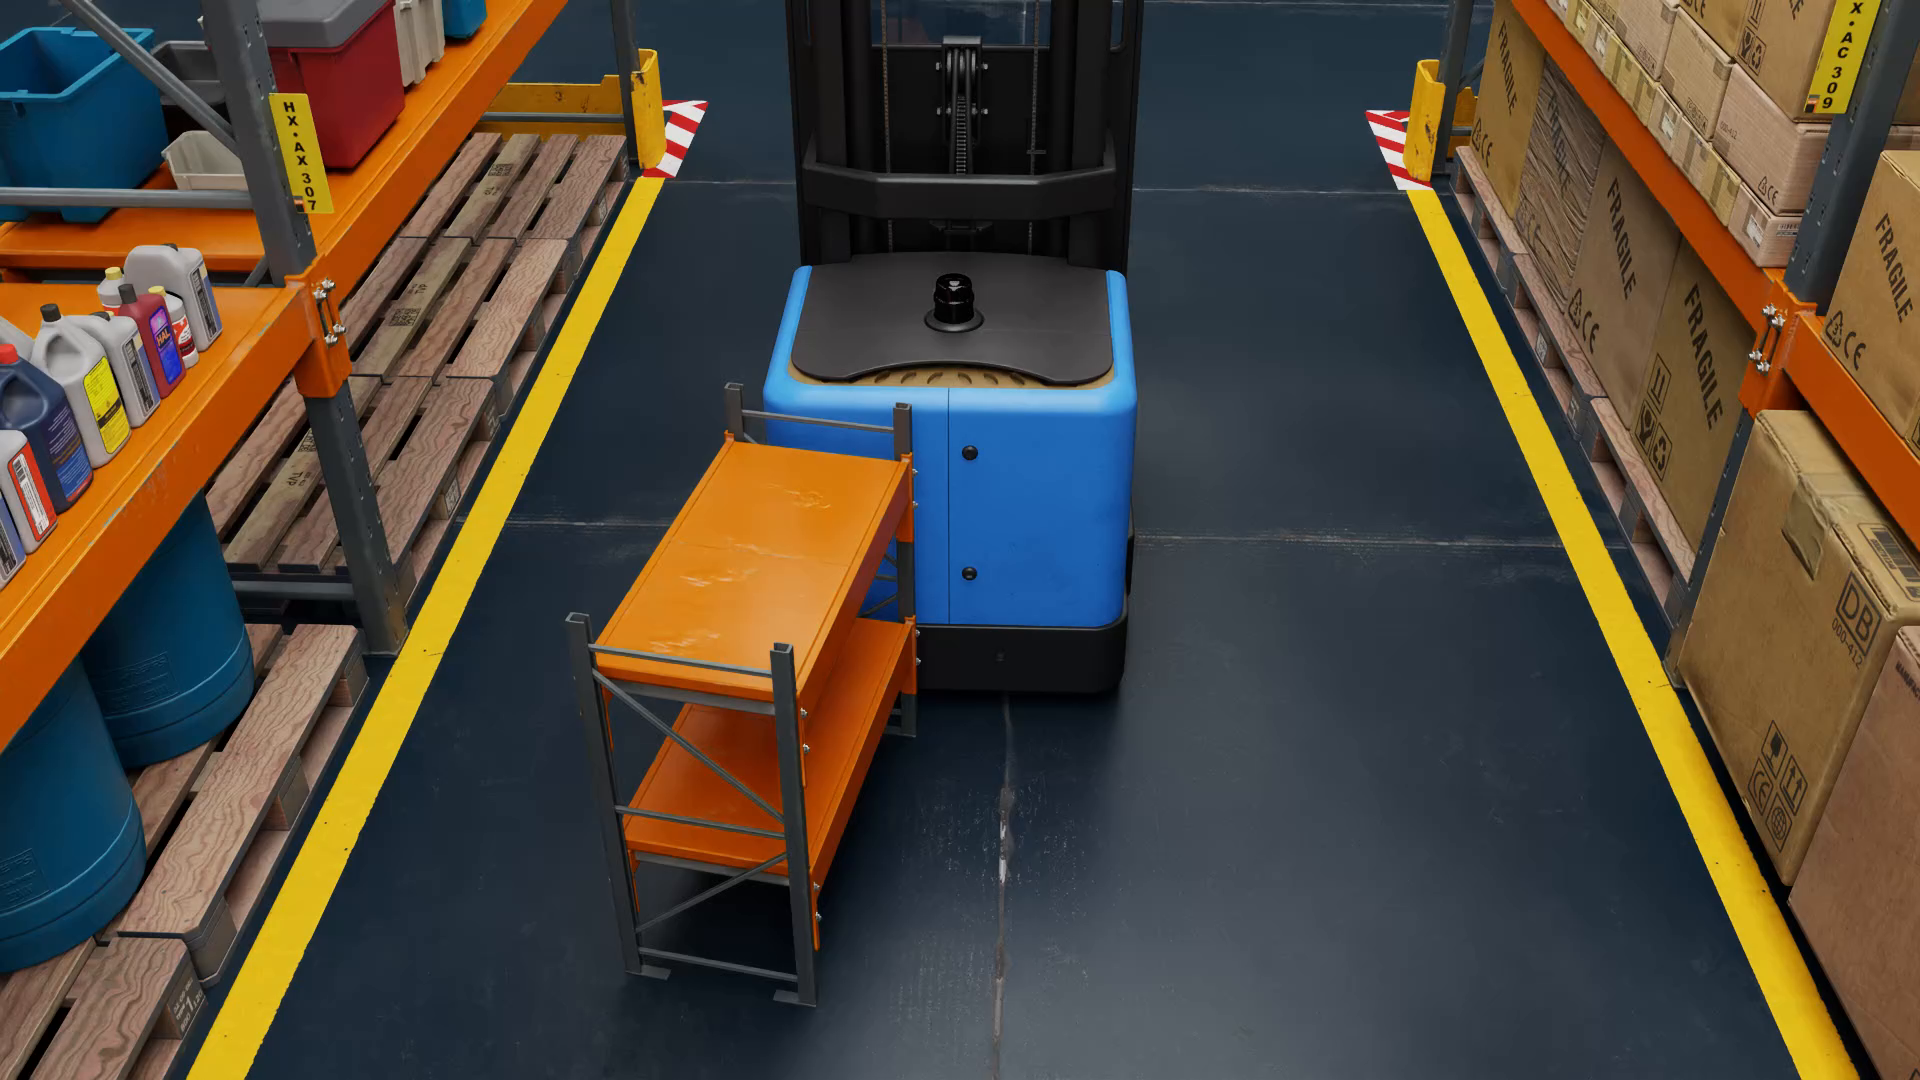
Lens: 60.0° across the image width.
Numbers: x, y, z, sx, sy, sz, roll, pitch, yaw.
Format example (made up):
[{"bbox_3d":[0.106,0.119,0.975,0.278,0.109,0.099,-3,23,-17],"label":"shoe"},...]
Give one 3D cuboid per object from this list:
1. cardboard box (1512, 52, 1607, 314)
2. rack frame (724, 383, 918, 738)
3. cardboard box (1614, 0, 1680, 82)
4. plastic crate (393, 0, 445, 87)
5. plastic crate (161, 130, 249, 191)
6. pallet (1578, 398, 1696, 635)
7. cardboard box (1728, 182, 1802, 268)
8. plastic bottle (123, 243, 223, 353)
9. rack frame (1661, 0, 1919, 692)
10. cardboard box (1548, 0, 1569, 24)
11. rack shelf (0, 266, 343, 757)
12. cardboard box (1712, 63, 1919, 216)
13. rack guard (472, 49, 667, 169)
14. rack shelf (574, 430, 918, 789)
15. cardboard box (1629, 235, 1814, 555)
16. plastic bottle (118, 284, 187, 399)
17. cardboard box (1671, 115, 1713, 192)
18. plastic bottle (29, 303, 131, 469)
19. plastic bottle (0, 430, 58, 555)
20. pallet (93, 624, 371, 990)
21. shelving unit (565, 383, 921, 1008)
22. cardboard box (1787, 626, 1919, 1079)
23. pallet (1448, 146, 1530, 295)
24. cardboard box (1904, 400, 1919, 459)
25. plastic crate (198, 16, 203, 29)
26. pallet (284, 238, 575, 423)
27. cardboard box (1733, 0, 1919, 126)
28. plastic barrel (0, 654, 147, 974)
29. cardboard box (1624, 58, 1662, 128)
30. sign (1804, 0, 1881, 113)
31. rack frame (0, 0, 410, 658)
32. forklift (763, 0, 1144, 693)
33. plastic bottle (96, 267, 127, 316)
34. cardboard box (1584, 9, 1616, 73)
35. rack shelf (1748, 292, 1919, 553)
[{"bbox_3d":[2.865,-1.497,6.754,0.875,0.875,0.875,1,35,2],"label":"cardboard box"},{"bbox_3d":[-0.372,0.085,4.650,0.500,1.125,0.032,7,36,10],"label":"rack frame"},{"bbox_3d":[2.481,-1.700,5.431,0.500,0.250,0.500,2,35,3],"label":"cardboard box"},{"bbox_3d":[-2.017,-1.752,5.686,0.437,0.282,0.530,1,35,2],"label":"plastic crate"},{"bbox_3d":[-2.101,-1.084,4.861,0.396,0.136,0.243,1,35,2],"label":"plastic crate"},{"bbox_3d":[2.795,-0.083,5.685,1.003,0.211,1.213,1,35,2],"label":"pallet"},{"bbox_3d":[2.372,-0.869,4.596,0.380,0.149,0.250,2,35,2],"label":"cardboard box"},{"bbox_3d":[-1.955,-0.619,4.129,0.152,0.276,0.135,1,35,2],"label":"plastic bottle"},{"bbox_3d":[2.687,-0.789,4.264,1.000,3.000,0.127,1,35,2],"label":"rack frame"},{"bbox_3d":[2.454,-2.049,6.275,0.380,0.149,0.250,1,35,1],"label":"cardboard box"},{"bbox_3d":[-2.343,0.540,2.998,1.077,0.370,4.000,1,35,2],"label":"rack shelf"},{"bbox_3d":[2.442,-1.109,4.591,0.500,0.250,0.500,1,35,1],"label":"cardboard box"},{"bbox_3d":[-2.114,-2.193,8.435,1.175,0.500,0.348,1,35,2],"label":"rack guard"},{"bbox_3d":[-0.484,0.131,4.076,0.538,0.278,1.000,7,36,10],"label":"rack shelf"},{"bbox_3d":[2.793,-0.469,5.291,0.875,0.875,0.875,1,35,2],"label":"cardboard box"},{"bbox_3d":[-1.919,-0.488,3.937,0.061,0.283,0.133,1,35,2],"label":"plastic bottle"},{"bbox_3d":[2.392,-1.164,5.016,0.380,0.149,0.250,1,35,1],"label":"cardboard box"},{"bbox_3d":[-1.972,-0.347,3.679,0.144,0.351,0.185,1,35,2],"label":"plastic bottle"},{"bbox_3d":[-1.990,-0.119,3.419,0.152,0.276,0.135,1,35,2],"label":"plastic bottle"},{"bbox_3d":[-2.335,0.680,4.599,1.003,0.211,1.213,1,35,2],"label":"pallet"},{"bbox_3d":[-0.484,0.370,4.245,0.538,1.125,1.048,7,36,10],"label":"shelving unit"},{"bbox_3d":[2.646,0.790,3.500,1.225,0.875,0.875,0,35,0],"label":"cardboard box"},{"bbox_3d":[2.893,-1.485,7.679,1.003,0.211,1.213,1,35,2],"label":"pallet"},{"bbox_3d":[2.399,-0.282,3.456,0.500,0.500,0.500,1,35,2],"label":"cardboard box"},{"bbox_3d":[-2.493,-1.827,5.919,0.293,0.136,0.466,1,35,2],"label":"plastic crate"},{"bbox_3d":[-2.225,-0.889,6.831,1.003,0.211,1.213,1,35,2],"label":"pallet"},{"bbox_3d":[2.438,-1.426,4.390,0.500,0.500,0.500,2,35,3],"label":"cardboard box"},{"bbox_3d":[-2.330,0.502,3.886,0.600,0.901,0.708,1,35,2],"label":"plastic barrel"},{"bbox_3d":[2.412,-1.460,5.437,0.380,0.149,0.250,2,35,3],"label":"cardboard box"},{"bbox_3d":[2.132,-1.187,4.009,0.100,0.325,0.005,1,35,2],"label":"sign"},{"bbox_3d":[-2.262,-0.903,4.427,1.000,3.000,0.127,1,35,2],"label":"rack frame"},{"bbox_3d":[0.023,-1.561,5.422,1.130,2.935,3.031,1,35,2],"label":"forklift"},{"bbox_3d":[-2.081,-0.580,4.140,0.097,0.201,0.097,0,35,0],"label":"plastic bottle"},{"bbox_3d":[2.434,-1.753,5.855,0.380,0.149,0.250,2,35,3],"label":"cardboard box"},{"bbox_3d":[2.606,0.654,2.836,1.077,0.370,4.000,1,35,2],"label":"rack shelf"}]
